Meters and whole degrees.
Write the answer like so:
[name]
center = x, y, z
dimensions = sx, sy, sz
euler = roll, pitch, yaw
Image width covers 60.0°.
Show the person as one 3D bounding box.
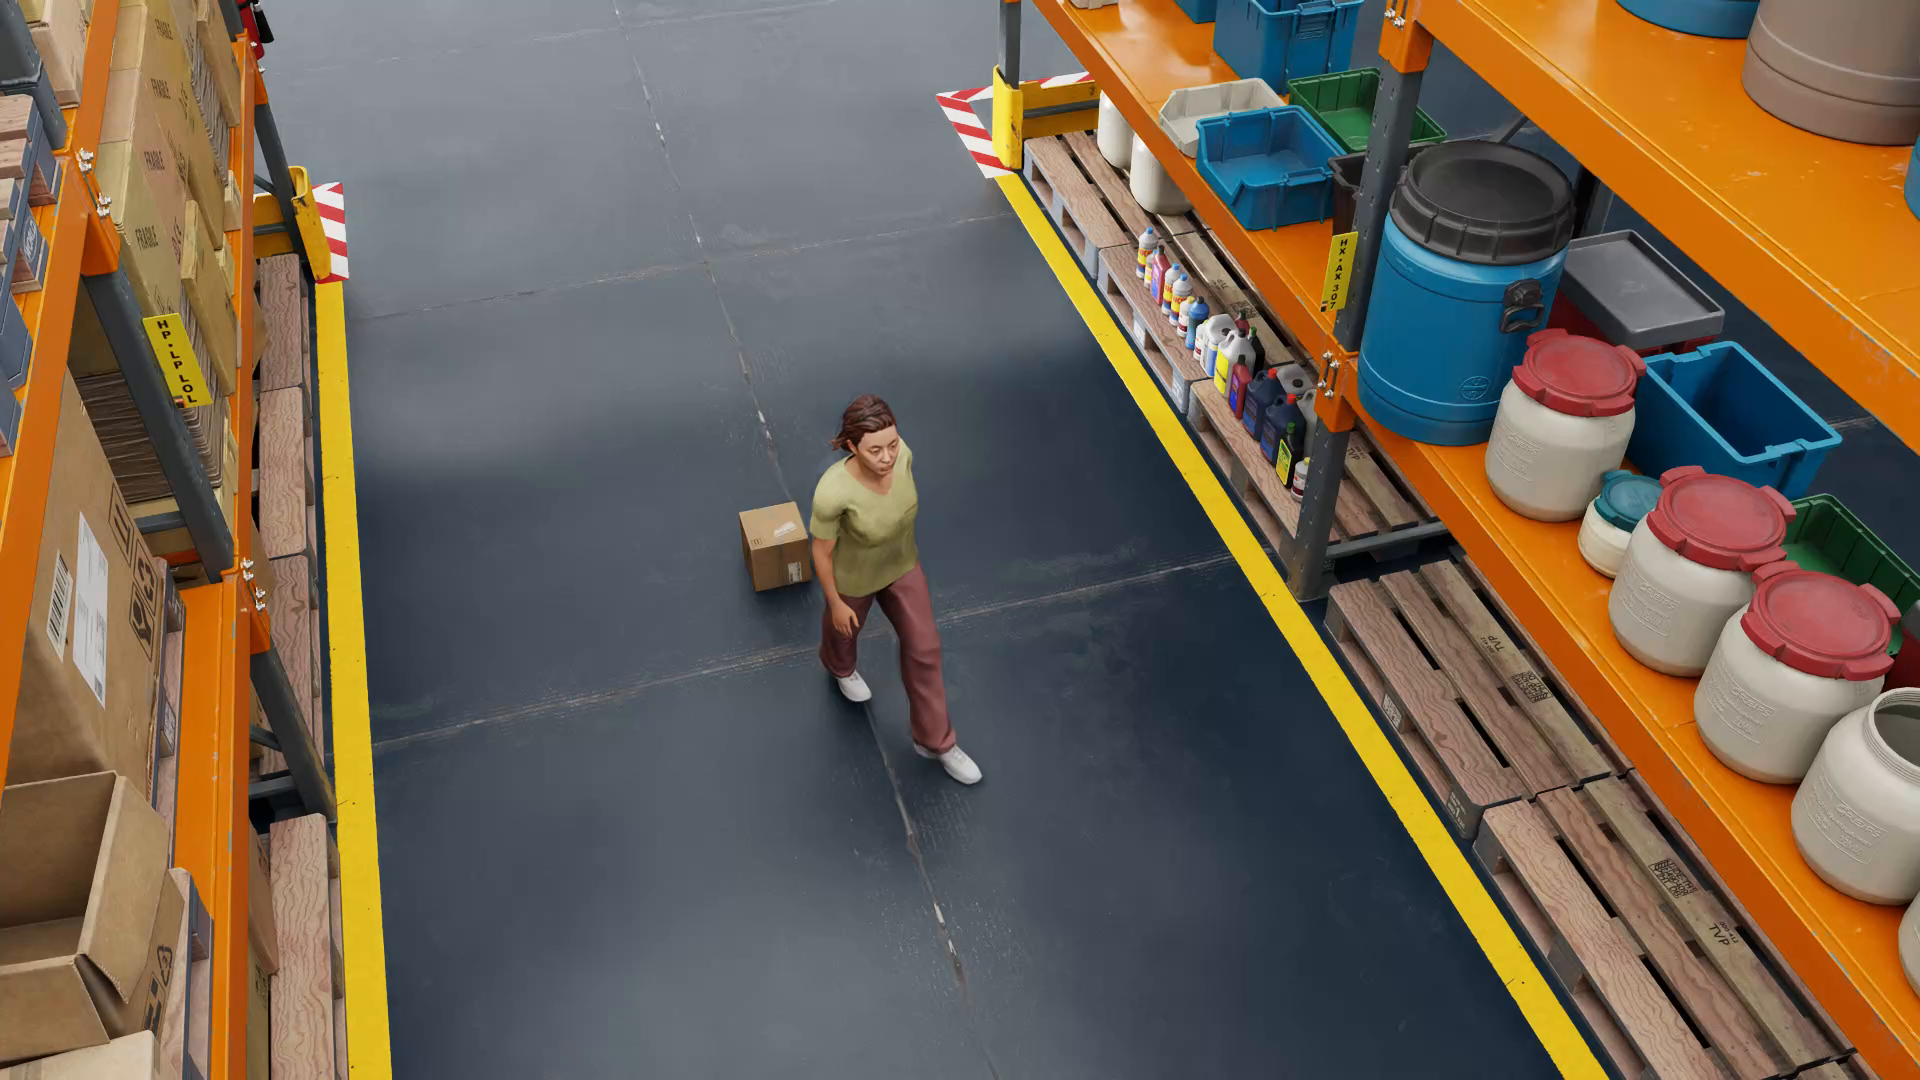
[person]
center = -0.308, 0.146, 6.004
dimensions = 0.470, 1.640, 0.872
euler = -24, 47, -24
